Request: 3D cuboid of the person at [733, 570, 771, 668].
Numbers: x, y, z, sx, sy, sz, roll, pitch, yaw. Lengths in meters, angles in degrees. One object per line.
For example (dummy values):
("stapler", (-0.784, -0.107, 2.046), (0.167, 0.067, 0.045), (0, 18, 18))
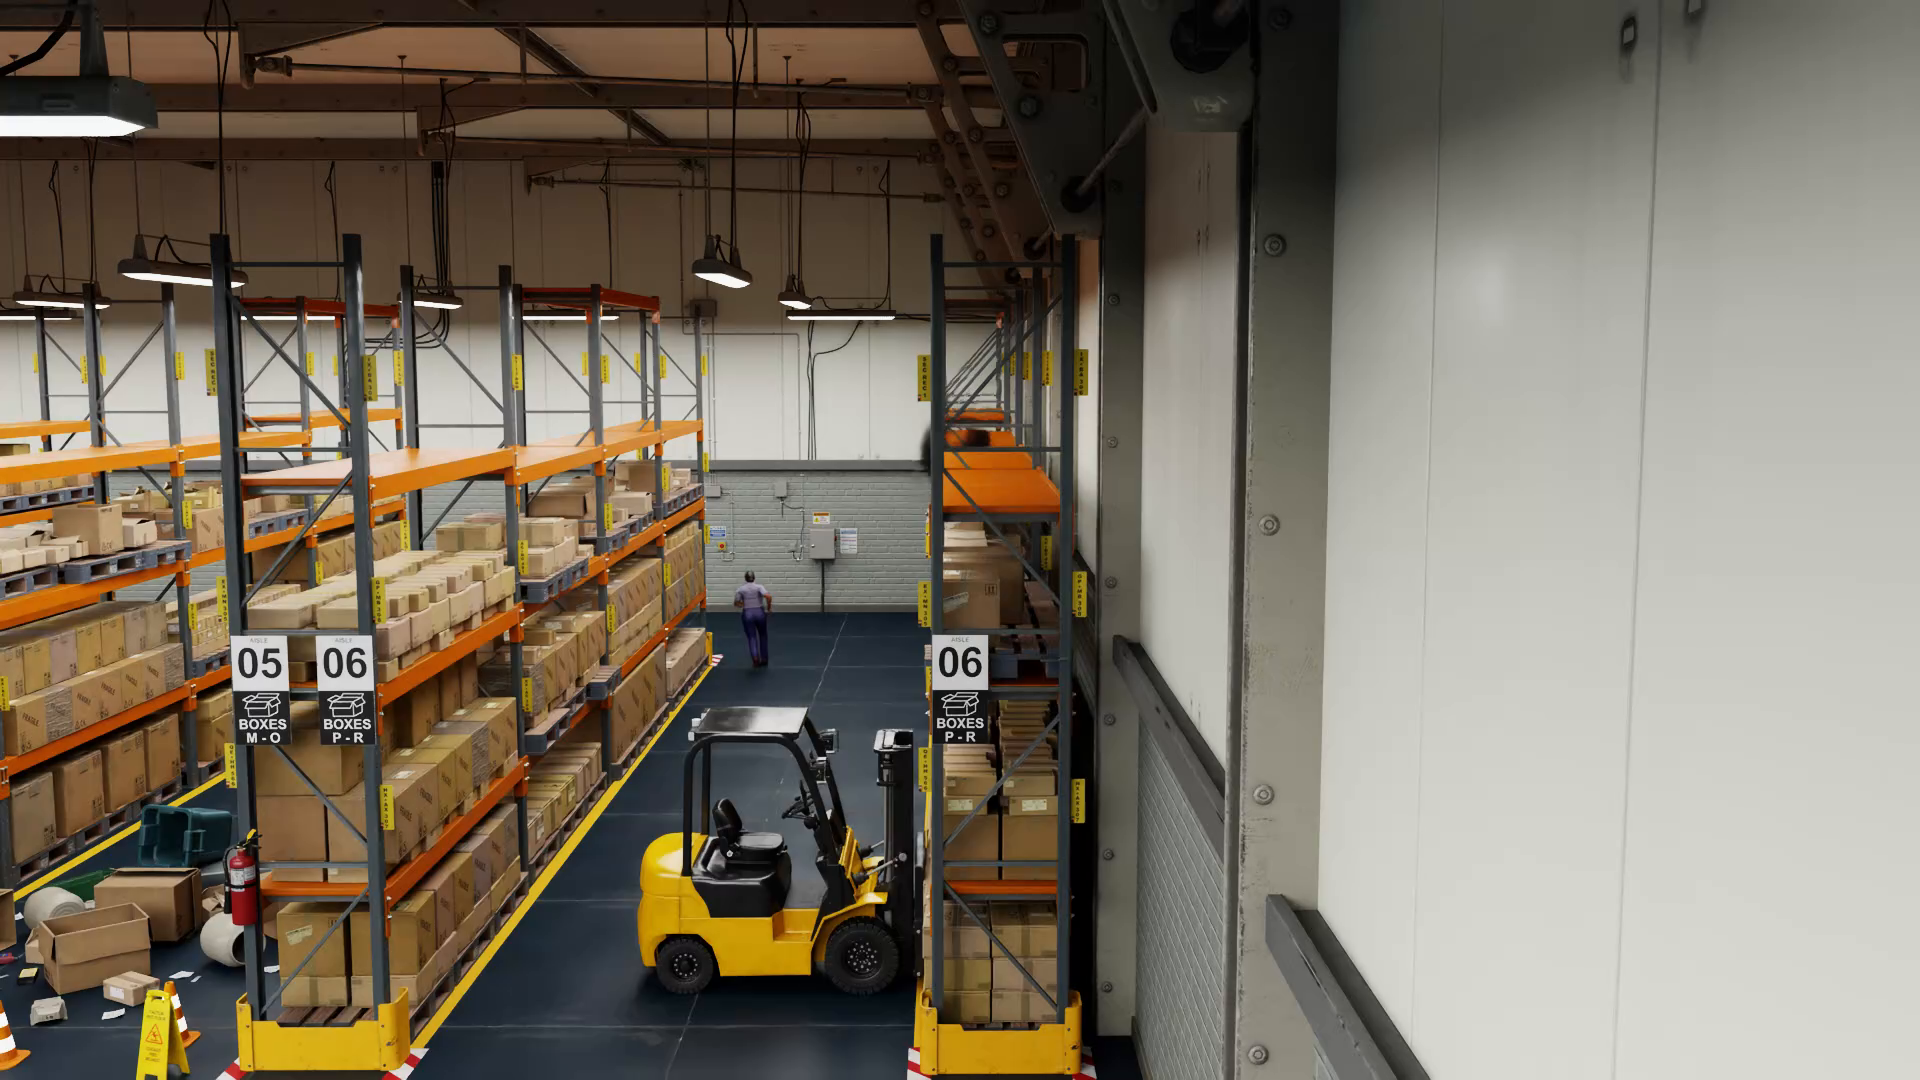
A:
("person", (-3.431, 1.325, 27.505), (0.626, 1.656, 0.908), (-1, 6, -7))
